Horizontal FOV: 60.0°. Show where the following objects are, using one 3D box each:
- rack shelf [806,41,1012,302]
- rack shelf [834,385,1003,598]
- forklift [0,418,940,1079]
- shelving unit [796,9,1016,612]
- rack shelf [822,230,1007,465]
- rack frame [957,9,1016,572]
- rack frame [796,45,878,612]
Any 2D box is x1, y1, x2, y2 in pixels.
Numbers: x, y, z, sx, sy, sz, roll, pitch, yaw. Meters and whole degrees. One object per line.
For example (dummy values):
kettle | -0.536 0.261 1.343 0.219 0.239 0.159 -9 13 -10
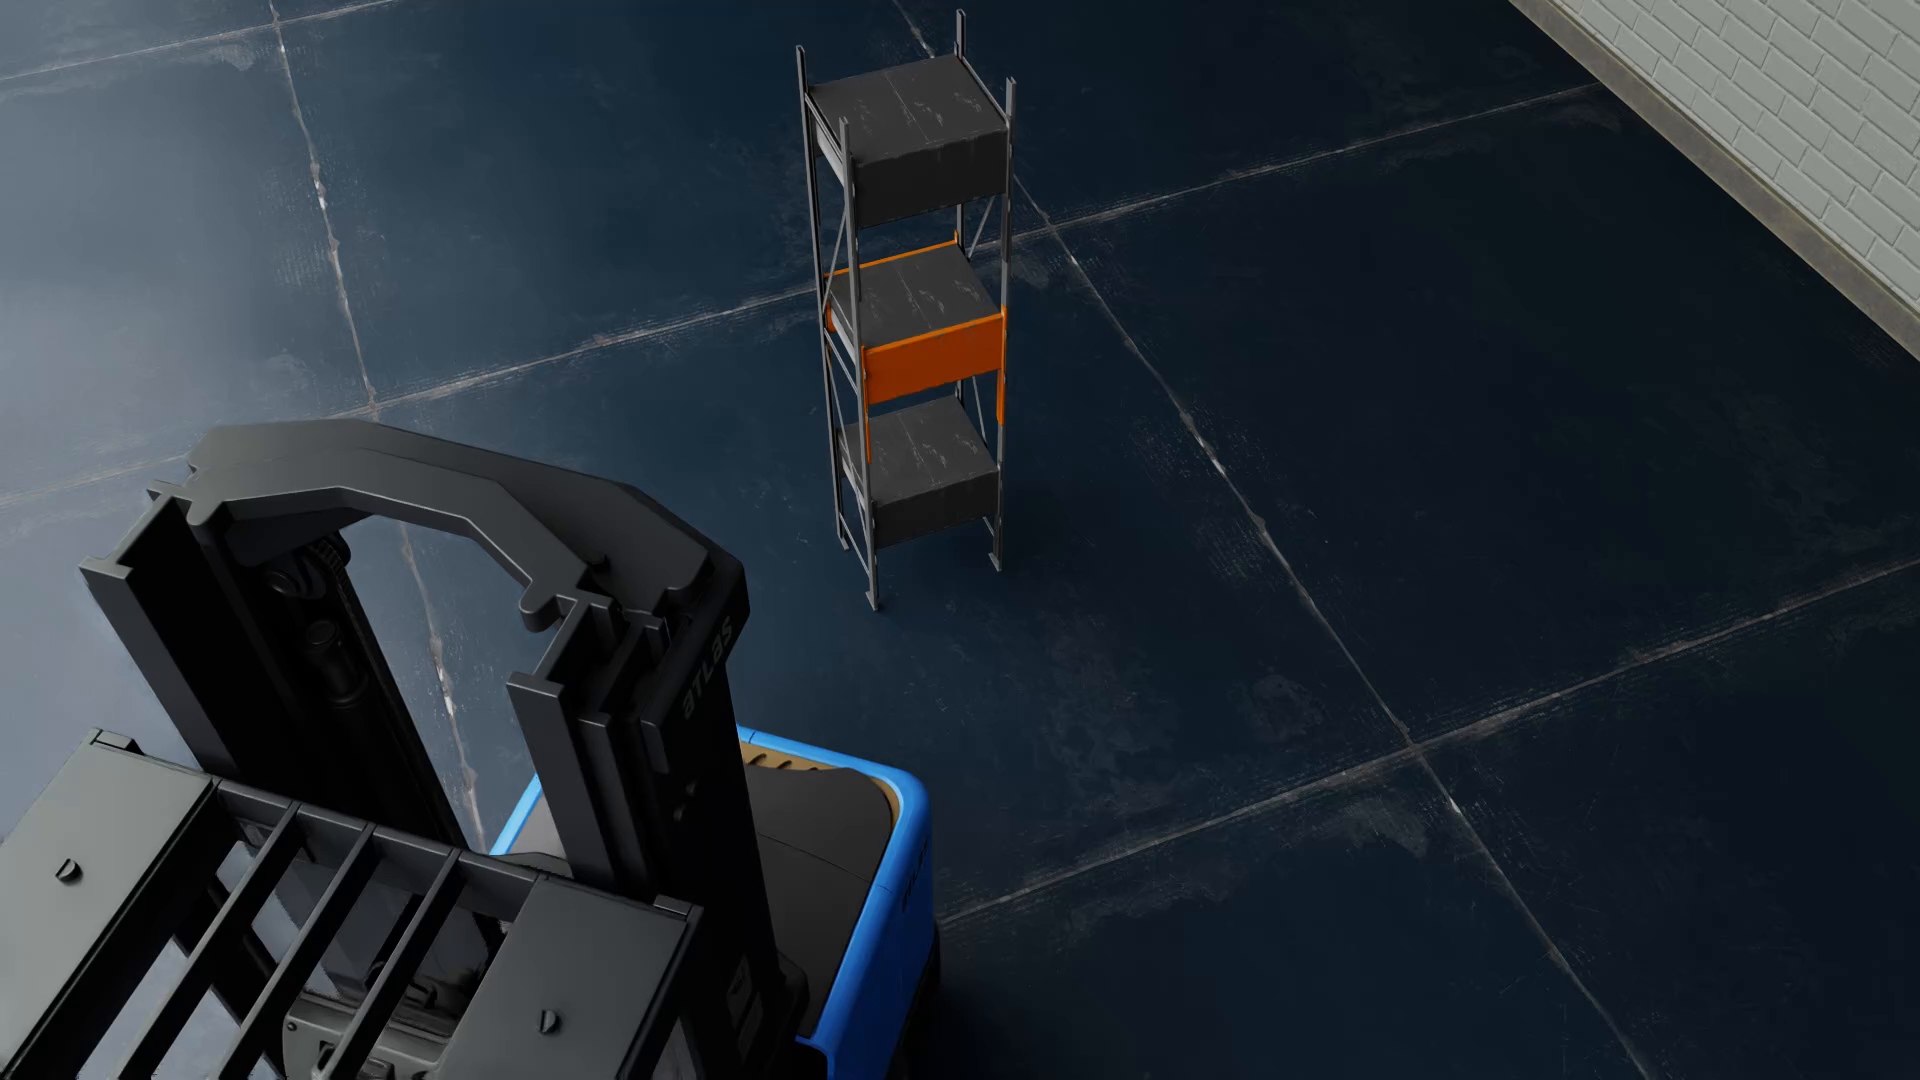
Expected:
rack shelf | -0.153 -1.084 4.892 0.480 0.518 0.431 -17 52 -14
rack shelf | -0.153 -0.172 5.954 0.480 0.518 0.431 -17 52 -14
forklift | -0.991 1.318 3.186 1.130 2.935 3.031 14 51 11
shelving unit | -0.153 -0.637 5.413 0.503 2.100 0.431 -17 52 -14
rack shelf | -0.153 -0.628 5.423 0.480 0.518 0.431 -17 52 -14
rack frame | 0.073 -0.707 5.473 0.015 2.100 0.400 -17 52 -14
rack frame | -0.379 -0.567 5.353 0.015 2.100 0.400 -17 52 -14
